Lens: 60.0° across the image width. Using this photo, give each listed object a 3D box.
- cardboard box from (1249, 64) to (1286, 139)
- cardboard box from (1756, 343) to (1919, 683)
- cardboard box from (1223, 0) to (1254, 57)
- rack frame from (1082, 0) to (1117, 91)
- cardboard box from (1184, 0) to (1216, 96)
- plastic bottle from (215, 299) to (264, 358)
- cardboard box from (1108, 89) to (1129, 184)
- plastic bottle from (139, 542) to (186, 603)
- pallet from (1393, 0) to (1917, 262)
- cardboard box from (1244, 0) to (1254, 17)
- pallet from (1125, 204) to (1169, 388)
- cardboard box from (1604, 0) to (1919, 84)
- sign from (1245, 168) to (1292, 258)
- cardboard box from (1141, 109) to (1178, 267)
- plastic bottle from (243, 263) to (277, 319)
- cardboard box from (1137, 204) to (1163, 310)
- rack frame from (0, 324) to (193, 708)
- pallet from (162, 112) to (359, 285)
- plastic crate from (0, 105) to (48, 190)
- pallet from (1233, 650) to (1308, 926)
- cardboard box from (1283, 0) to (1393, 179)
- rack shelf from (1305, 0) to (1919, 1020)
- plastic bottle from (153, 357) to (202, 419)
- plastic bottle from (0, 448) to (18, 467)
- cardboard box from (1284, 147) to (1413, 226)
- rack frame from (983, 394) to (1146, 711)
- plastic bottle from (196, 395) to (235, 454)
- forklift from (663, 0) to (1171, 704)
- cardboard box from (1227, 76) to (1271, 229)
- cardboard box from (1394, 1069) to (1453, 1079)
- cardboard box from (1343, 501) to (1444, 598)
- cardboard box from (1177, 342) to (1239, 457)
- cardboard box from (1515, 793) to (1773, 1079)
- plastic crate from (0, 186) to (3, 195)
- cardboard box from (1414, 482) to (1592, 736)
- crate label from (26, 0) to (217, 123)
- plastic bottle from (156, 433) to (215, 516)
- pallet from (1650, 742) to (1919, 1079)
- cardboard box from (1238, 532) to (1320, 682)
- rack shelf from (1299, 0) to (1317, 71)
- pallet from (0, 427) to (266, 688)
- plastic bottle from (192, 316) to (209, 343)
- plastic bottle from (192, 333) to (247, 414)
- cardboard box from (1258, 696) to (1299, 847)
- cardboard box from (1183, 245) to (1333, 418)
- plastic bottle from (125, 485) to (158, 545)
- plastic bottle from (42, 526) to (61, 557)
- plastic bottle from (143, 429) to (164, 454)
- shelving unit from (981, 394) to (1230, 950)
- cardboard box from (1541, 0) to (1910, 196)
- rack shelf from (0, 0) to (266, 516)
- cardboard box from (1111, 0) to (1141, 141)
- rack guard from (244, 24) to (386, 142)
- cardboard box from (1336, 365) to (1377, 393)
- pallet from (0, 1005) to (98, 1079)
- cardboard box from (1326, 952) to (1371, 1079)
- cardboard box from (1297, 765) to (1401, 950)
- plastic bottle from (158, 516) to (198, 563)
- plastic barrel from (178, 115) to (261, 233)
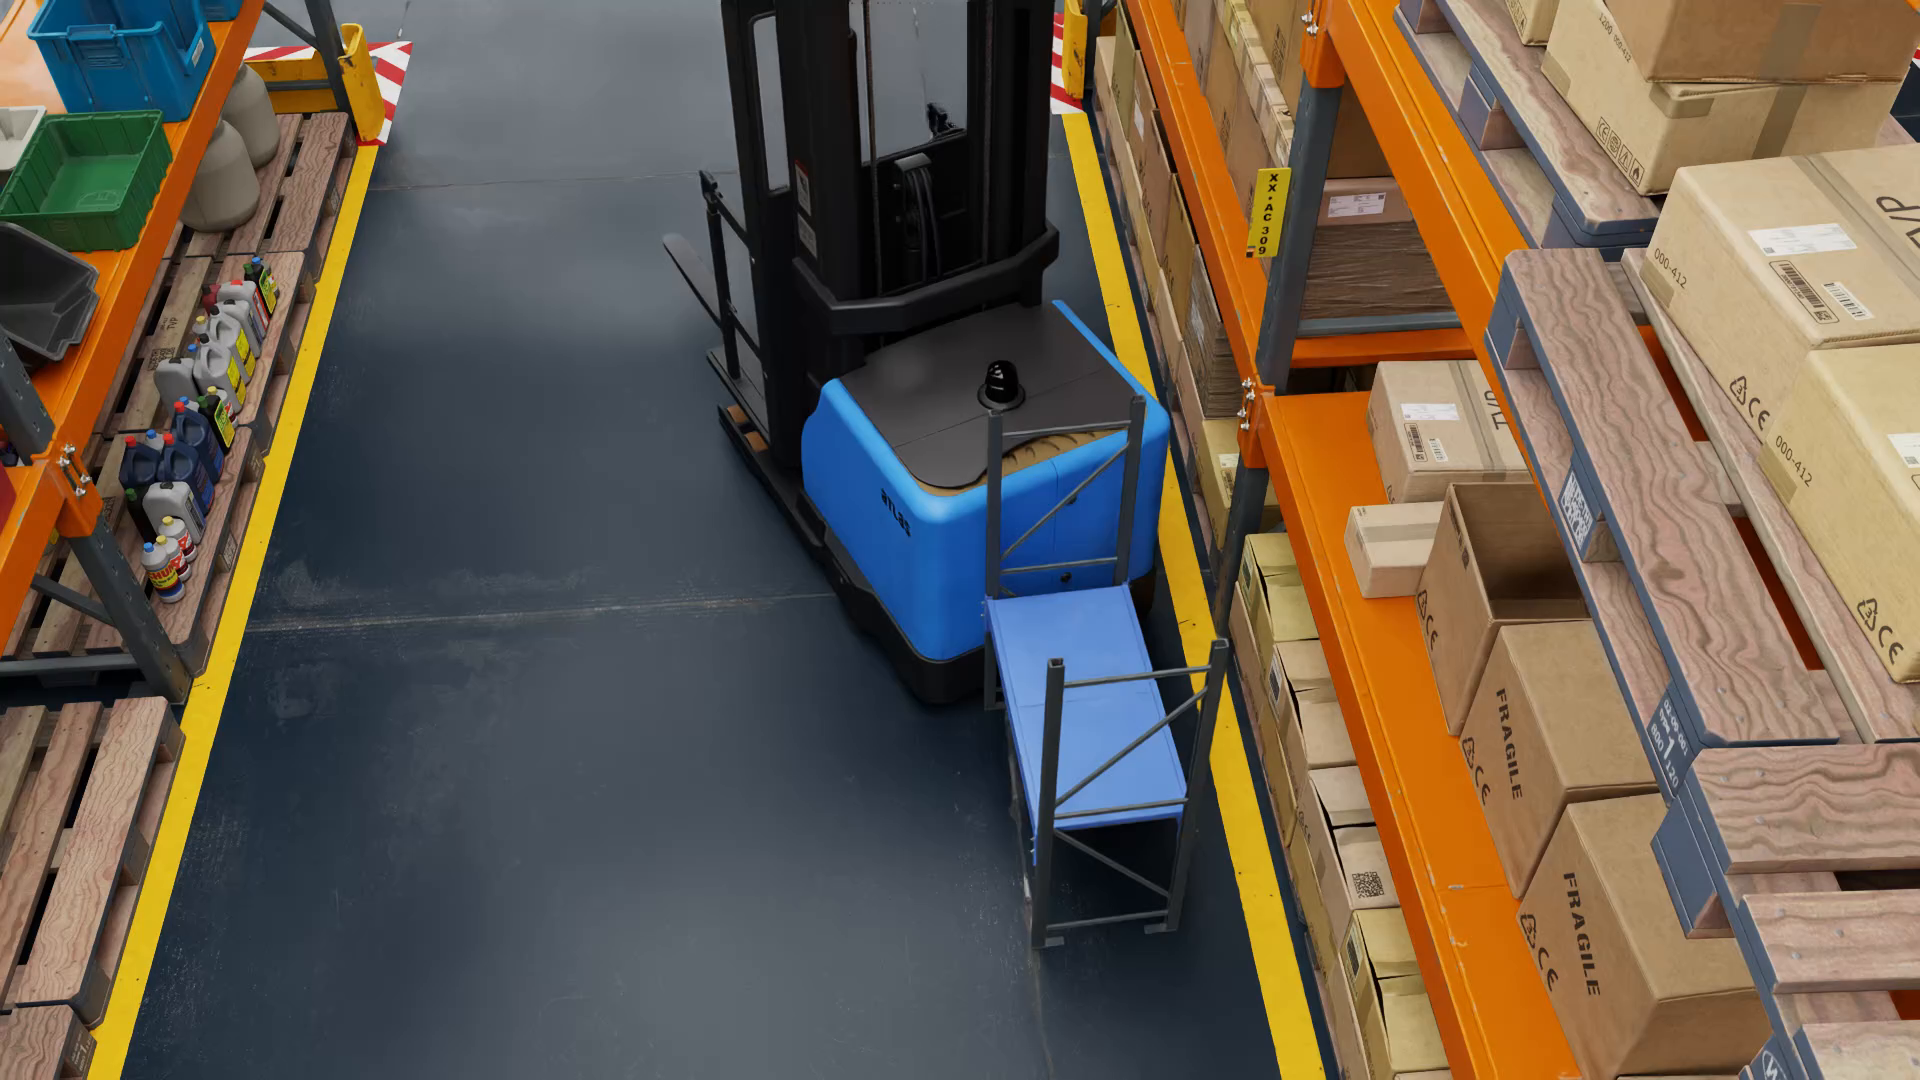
[{"bbox_3d":[1.222,-1.524,5.749,0.380,0.149,0.250,-5,47,-4],"label":"cardboard box"},{"bbox_3d":[1.644,-0.063,2.628,0.500,0.250,0.500,-4,47,-4],"label":"cardboard box"},{"bbox_3d":[1.182,-1.892,6.097,0.380,0.149,0.250,-4,47,-3],"label":"cardboard box"},{"bbox_3d":[1.166,-3.609,8.238,1.000,3.000,0.127,-3,47,-3],"label":"rack frame"},{"bbox_3d":[1.325,-2.185,6.821,0.700,0.500,0.500,-2,47,-2],"label":"cardboard box"},{"bbox_3d":[-3.174,-0.939,7.282,0.152,0.276,0.135,-5,47,-4],"label":"plastic bottle"},{"bbox_3d":[1.035,-2.045,8.362,0.500,0.250,0.500,-3,47,-3],"label":"cardboard box"},{"bbox_3d":[-3.025,0.113,6.289,0.097,0.271,0.097,0,47,0],"label":"plastic bottle"},{"bbox_3d":[1.588,-1.043,3.874,0.805,0.209,1.217,-5,47,-5],"label":"pallet"},{"bbox_3d":[1.373,-2.244,5.983,0.700,0.500,0.500,-4,47,-3],"label":"cardboard box"},{"bbox_3d":[1.371,-1.219,7.895,1.003,0.211,1.213,-3,47,-3],"label":"pallet"},{"bbox_3d":[1.584,-1.238,3.224,0.500,0.500,0.500,1,47,1],"label":"cardboard box"},{"bbox_3d":[0.948,-1.005,5.121,0.100,0.325,0.005,-3,47,-3],"label":"sign"},{"bbox_3d":[1.113,-1.579,7.404,0.500,0.500,0.500,-3,47,-3],"label":"cardboard box"},{"bbox_3d":[-3.151,-1.142,7.470,0.061,0.283,0.133,-2,47,-2],"label":"plastic bottle"},{"bbox_3d":[1.114,-1.321,7.676,0.500,0.250,0.500,-3,47,-3],"label":"cardboard box"},{"bbox_3d":[-3.435,-0.416,5.215,1.000,3.000,0.127,-3,47,-3],"label":"rack frame"},{"bbox_3d":[-3.654,-1.711,8.362,1.003,0.211,1.213,-3,47,-3],"label":"pallet"},{"bbox_3d":[-3.823,-1.485,6.409,0.530,0.136,0.437,-3,47,-3],"label":"plastic crate"},{"bbox_3d":[1.602,0.775,6.007,1.003,0.211,1.213,-3,47,-3],"label":"pallet"},{"bbox_3d":[1.458,-1.516,5.294,0.700,0.500,0.500,-3,47,-3],"label":"cardboard box"},{"bbox_3d":[1.669,-0.052,3.299,1.077,0.370,4.000,-3,47,-3],"label":"rack shelf"},{"bbox_3d":[-3.286,-0.657,7.016,0.152,0.276,0.135,-3,47,-3],"label":"plastic bottle"},{"bbox_3d":[-3.792,-0.244,6.573,0.144,0.351,0.185,-6,47,-5],"label":"plastic bottle"},{"bbox_3d":[1.265,-1.156,5.400,0.380,0.149,0.250,-4,47,-3],"label":"cardboard box"},{"bbox_3d":[0.338,0.093,5.765,0.500,1.500,0.032,-6,47,-6],"label":"rack frame"},{"bbox_3d":[-3.077,-0.501,6.863,0.061,0.283,0.133,-2,47,-2],"label":"plastic bottle"},{"bbox_3d":[-0.396,-1.465,6.255,1.130,2.935,3.031,-22,50,-19],"label":"forklift"},{"bbox_3d":[1.407,-1.451,6.126,0.700,0.500,0.500,-4,47,-4],"label":"cardboard box"},{"bbox_3d":[1.457,1.683,4.445,0.500,0.311,0.500,-4,47,-4],"label":"cardboard box"},{"bbox_3d":[1.372,0.025,4.970,0.380,0.149,0.250,-3,47,-3],"label":"cardboard box"},{"bbox_3d":[1.213,-0.598,6.992,0.500,0.250,0.500,-3,47,-3],"label":"cardboard box"},{"bbox_3d":[1.679,0.932,3.869,0.500,0.500,0.500,-6,47,-5],"label":"cardboard box"},{"bbox_3d":[-3.798,-1.149,6.012,0.499,0.251,0.616,-3,47,-3],"label":"plastic crate"},{"bbox_3d":[1.593,0.189,4.573,0.500,0.500,0.500,0,47,0],"label":"cardboard box"},{"bbox_3d":[-3.346,-2.007,6.697,0.502,0.435,0.616,-3,47,-3],"label":"crate label"},{"bbox_3d":[-3.089,-0.266,6.594,0.144,0.351,0.185,-2,47,-2],"label":"plastic bottle"},{"bbox_3d":[1.690,0.727,2.196,1.213,0.211,1.003,-2,47,-1],"label":"pallet"},{"bbox_3d":[1.288,0.208,5.842,0.500,0.311,0.500,-3,47,-3],"label":"cardboard box"},{"bbox_3d":[1.334,-2.946,6.040,1.077,0.370,4.000,-3,47,-3],"label":"rack shelf"},{"bbox_3d":[-3.450,0.054,6.690,1.003,0.211,1.213,-3,47,-3],"label":"pallet"},{"bbox_3d":[-3.297,-0.892,7.290,0.097,0.201,0.097,0,47,0],"label":"plastic bottle"},{"bbox_3d":[-3.140,-0.710,7.015,0.144,0.351,0.185,-4,47,-4],"label":"plastic bottle"},{"bbox_3d":[1.330,0.763,5.702,0.500,0.250,0.500,-2,47,-2],"label":"cardboard box"},{"bbox_3d":[1.214,-0.856,6.720,0.500,0.500,0.500,-3,47,-3],"label":"cardboard box"},{"bbox_3d":[-3.185,-0.116,6.498,0.061,0.283,0.133,-3,47,-3],"label":"plastic bottle"},{"bbox_3d":[-3.632,-0.114,6.450,0.144,0.351,0.185,-3,47,-3],"label":"plastic bottle"},{"bbox_3d":[-3.221,-0.336,6.715,0.097,0.271,0.097,0,47,0],"label":"plastic bottle"},{"bbox_3d":[0.413,0.458,5.420,0.538,1.500,1.048,-6,47,-6],"label":"shelving unit"},{"bbox_3d":[1.592,-0.995,3.511,0.500,0.250,0.500,-8,47,-7],"label":"cardboard box"},{"bbox_3d":[-3.602,-1.616,6.847,1.077,0.370,4.000,-3,47,-3],"label":"rack shelf"},{"bbox_3d":[1.033,-2.302,8.089,0.500,0.500,0.500,-3,47,-3],"label":"cardboard box"},{"bbox_3d":[-3.717,-2.399,8.814,1.175,0.500,0.348,-3,47,-3],"label":"rack guard"},{"bbox_3d":[1.775,-0.526,6.407,0.500,0.500,0.500,-3,47,-3],"label":"cardboard box"},{"bbox_3d":[-3.225,1.993,4.854,1.003,0.211,1.213,-3,47,-3],"label":"pallet"},{"bbox_3d":[1.417,1.506,4.999,0.500,0.250,0.500,-3,47,-3],"label":"cardboard box"},{"bbox_3d":[1.369,0.945,5.144,0.500,0.311,0.500,-5,47,-5],"label":"cardboard box"},{"bbox_3d":[-3.042,-0.010,6.454,0.097,0.201,0.097,0,47,0],"label":"plastic bottle"},{"bbox_3d":[-3.597,-1.765,7.917,0.421,0.512,0.421,0,47,0],"label":"plastic barrel"}]
